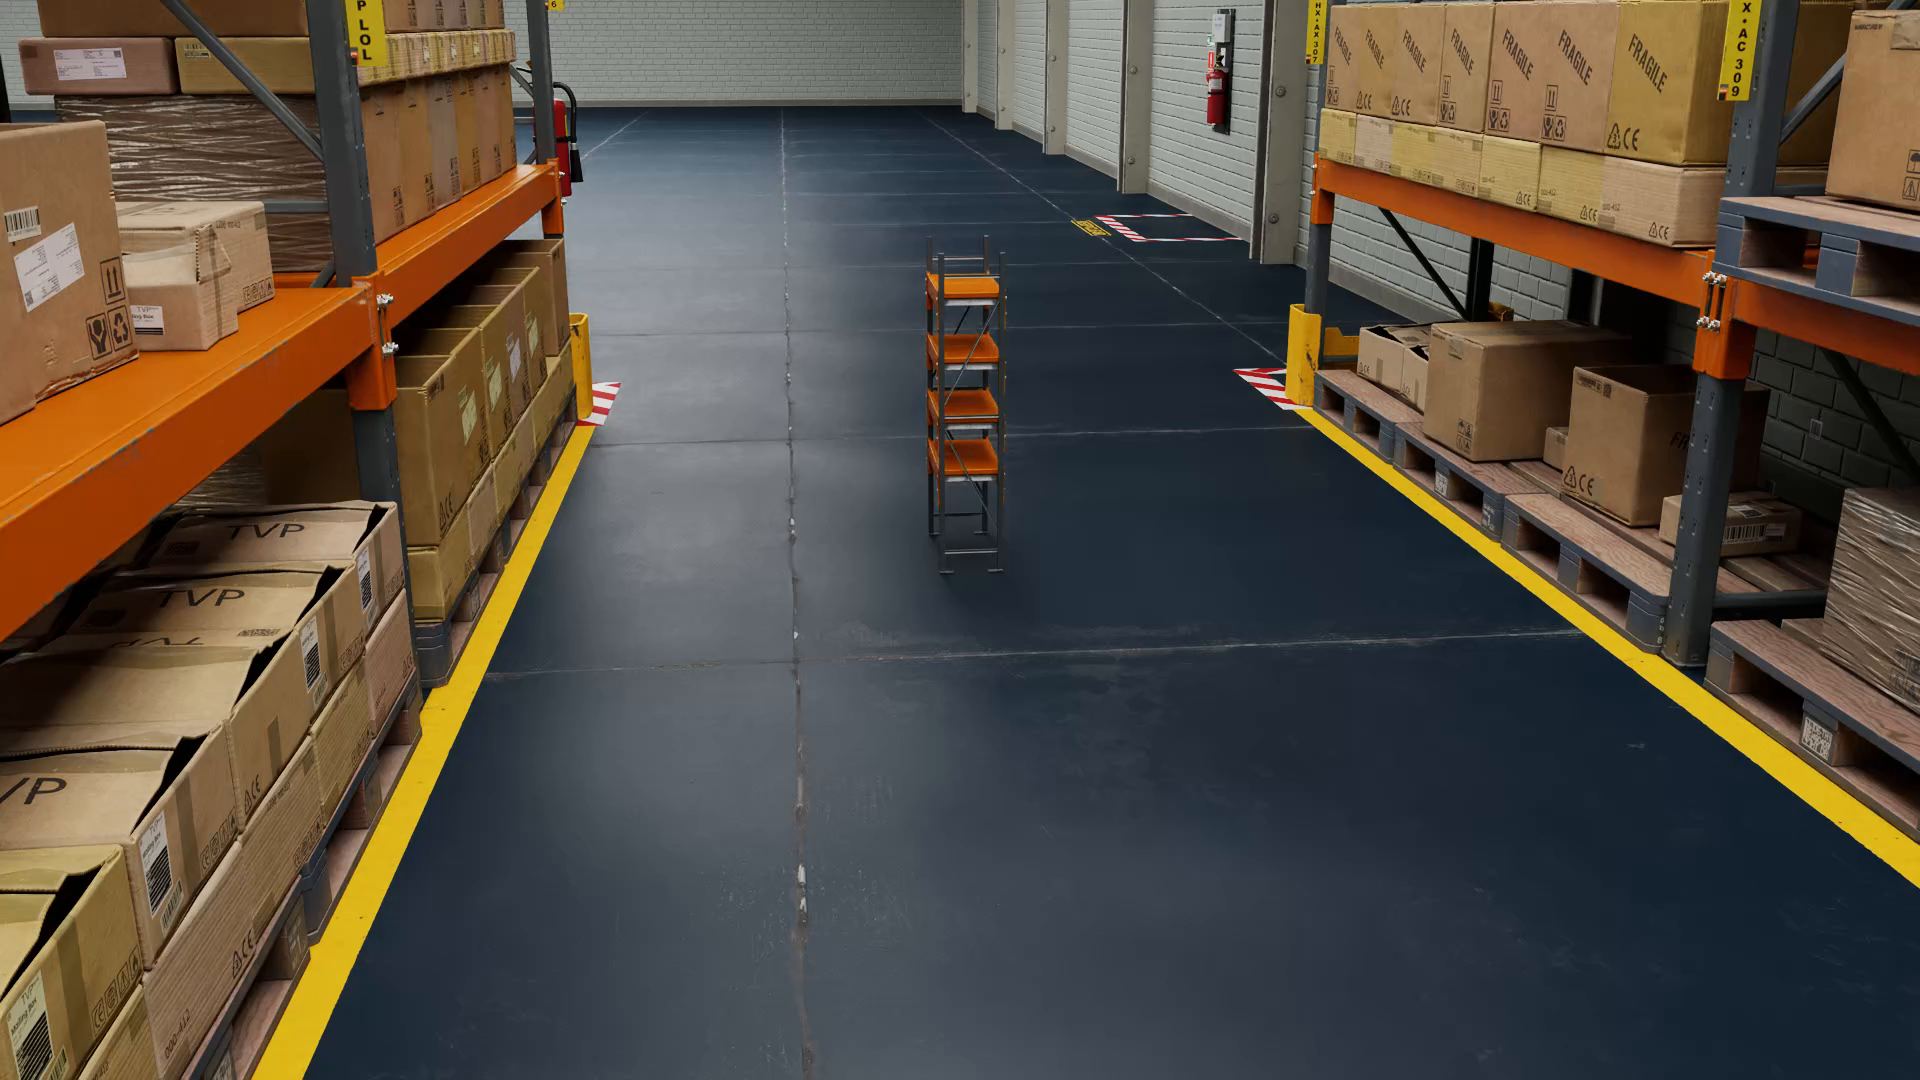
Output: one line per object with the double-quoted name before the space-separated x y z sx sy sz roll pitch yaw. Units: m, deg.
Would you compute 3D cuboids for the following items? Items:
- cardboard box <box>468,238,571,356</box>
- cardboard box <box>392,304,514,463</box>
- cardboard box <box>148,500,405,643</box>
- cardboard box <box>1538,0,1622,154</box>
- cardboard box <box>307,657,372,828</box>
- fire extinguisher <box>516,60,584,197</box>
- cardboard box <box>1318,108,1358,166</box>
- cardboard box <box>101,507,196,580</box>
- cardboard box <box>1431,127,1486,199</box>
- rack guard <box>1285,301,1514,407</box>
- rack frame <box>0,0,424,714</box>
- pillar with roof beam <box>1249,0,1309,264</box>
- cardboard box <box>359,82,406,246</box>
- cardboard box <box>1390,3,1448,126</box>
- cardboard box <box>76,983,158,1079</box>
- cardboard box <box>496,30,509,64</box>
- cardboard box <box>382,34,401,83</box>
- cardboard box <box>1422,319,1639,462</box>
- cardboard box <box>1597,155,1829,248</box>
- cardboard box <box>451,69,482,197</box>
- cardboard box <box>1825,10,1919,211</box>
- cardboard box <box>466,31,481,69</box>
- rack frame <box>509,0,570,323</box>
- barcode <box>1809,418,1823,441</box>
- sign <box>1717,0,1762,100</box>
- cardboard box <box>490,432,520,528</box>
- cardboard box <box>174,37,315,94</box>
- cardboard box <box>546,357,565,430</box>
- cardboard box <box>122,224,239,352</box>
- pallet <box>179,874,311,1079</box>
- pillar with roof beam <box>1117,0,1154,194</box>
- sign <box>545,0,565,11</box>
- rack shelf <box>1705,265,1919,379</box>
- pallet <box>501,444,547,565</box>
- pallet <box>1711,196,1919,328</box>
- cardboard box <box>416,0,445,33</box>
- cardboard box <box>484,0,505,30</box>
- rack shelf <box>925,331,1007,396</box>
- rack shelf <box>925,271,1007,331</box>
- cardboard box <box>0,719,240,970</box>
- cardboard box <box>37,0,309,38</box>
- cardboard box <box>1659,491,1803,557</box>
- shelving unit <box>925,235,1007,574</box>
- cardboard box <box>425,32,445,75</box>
"cardboard box" -2.187 -1.180 8.066 0.500 0.500 0.500 -2 18 -6
"cardboard box" -1.965 -0.585 6.169 0.500 0.500 0.500 -2 18 -6
"cardboard box" -1.798 0.063 4.421 0.500 0.311 0.500 -2 18 -6
"cardboard box" 2.388 -1.622 5.802 0.500 0.500 0.500 -2 18 -6
"cardboard box" -1.744 0.484 4.016 0.500 0.250 0.500 -2 18 -6
"fire extinguisher" -2.088 -2.097 8.478 0.296 0.674 0.183 -2 18 -6
"cardboard box" 2.124 -2.021 8.325 0.500 0.250 0.500 -2 18 -7
"cardboard box" -2.330 0.082 4.361 0.500 0.311 0.500 -2 18 -5
"cardboard box" 2.288 -1.564 6.869 0.500 0.250 0.500 -2 18 -5
"rack guard" 2.397 -1.023 9.102 1.175 0.500 0.348 -2 18 -6
"rack frame" -2.125 -0.893 4.513 1.000 3.000 0.127 -2 18 -6
"pillar with roof beam" -1.579 -6.574 12.592 9.100 9.000 0.400 -2 18 -6
"cardboard box" -2.238 -1.229 5.418 0.700 0.500 0.500 -2 18 -6
"cardboard box" 2.227 -2.081 7.263 0.500 0.500 0.500 -2 18 -7
"cardboard box" -1.587 0.941 2.561 0.500 0.250 0.500 -2 18 -7
"cardboard box" -2.281 -2.256 7.604 0.380 0.149 0.250 -1 17 -4
"cardboard box" -2.043 -1.566 5.406 0.380 0.149 0.250 -2 18 -6
"cardboard box" 2.456 -0.657 7.200 0.700 0.500 0.500 -3 18 -9
"cardboard box" 2.451 -1.117 5.443 0.500 0.250 0.500 -2 18 -6
"cardboard box" -2.398 -1.688 6.880 0.700 0.500 0.500 -2 18 -5
"cardboard box" 2.820 -1.152 4.436 0.700 0.500 0.500 -2 18 -5
"cardboard box" -2.203 -2.026 6.874 0.380 0.149 0.250 -1 17 -4
"rack frame" -2.538 -2.084 8.309 1.000 3.000 0.127 -2 18 -6
"barcode" 2.985 -0.385 5.800 0.001 0.075 0.075 -2 18 -6
"sign" 2.263 -1.441 4.813 0.100 0.325 0.005 -2 18 -6
"cardboard box" -1.964 -0.227 6.281 0.500 0.250 0.500 -2 18 -6
"cardboard box" -1.960 -1.336 4.674 0.380 0.149 0.250 -2 18 -6
"cardboard box" -2.125 -0.674 7.704 0.500 0.250 0.500 -2 18 -6
"cardboard box" -1.852 -0.572 3.716 0.396 0.266 0.258 -2 18 -7
"pallet" -1.881 1.020 3.074 1.003 0.211 1.213 -2 18 -6
"pillar with roof beam" -2.198 -8.361 18.286 9.100 9.000 0.400 -2 18 -6
"sign" -1.997 -2.762 8.140 0.100 0.325 0.005 -2 18 -6
"rack shelf" 3.008 -0.108 3.213 1.077 0.370 4.000 -2 18 -6
"pallet" -2.295 -0.165 6.849 1.003 0.211 1.213 -2 18 -6
"pallet" 2.736 -0.723 4.293 1.003 0.211 1.213 -2 18 -6
"cardboard box" -2.333 -2.140 6.153 0.700 0.500 0.500 -2 18 -6
"cardboard box" -2.497 -2.596 7.605 0.700 0.500 0.500 -2 18 -5
"rack shelf" 0.017 -0.672 6.293 0.258 0.148 0.480 -2 18 -6
"rack shelf" 0.017 -0.898 6.223 0.258 0.148 0.480 -2 18 -6
"cardboard box" -1.641 0.517 2.977 0.500 0.311 0.500 -2 18 -6
"cardboard box" -2.177 -1.691 4.724 0.700 0.500 0.500 -2 18 -5
"cardboard box" 2.717 -0.063 5.867 0.380 0.166 0.250 -4 18 -13
"shelving unit" 0.017 -0.523 6.340 0.258 1.200 0.503 -2 18 -6
"cardboard box" -2.124 -1.797 6.144 0.380 0.149 0.250 -2 18 -6
